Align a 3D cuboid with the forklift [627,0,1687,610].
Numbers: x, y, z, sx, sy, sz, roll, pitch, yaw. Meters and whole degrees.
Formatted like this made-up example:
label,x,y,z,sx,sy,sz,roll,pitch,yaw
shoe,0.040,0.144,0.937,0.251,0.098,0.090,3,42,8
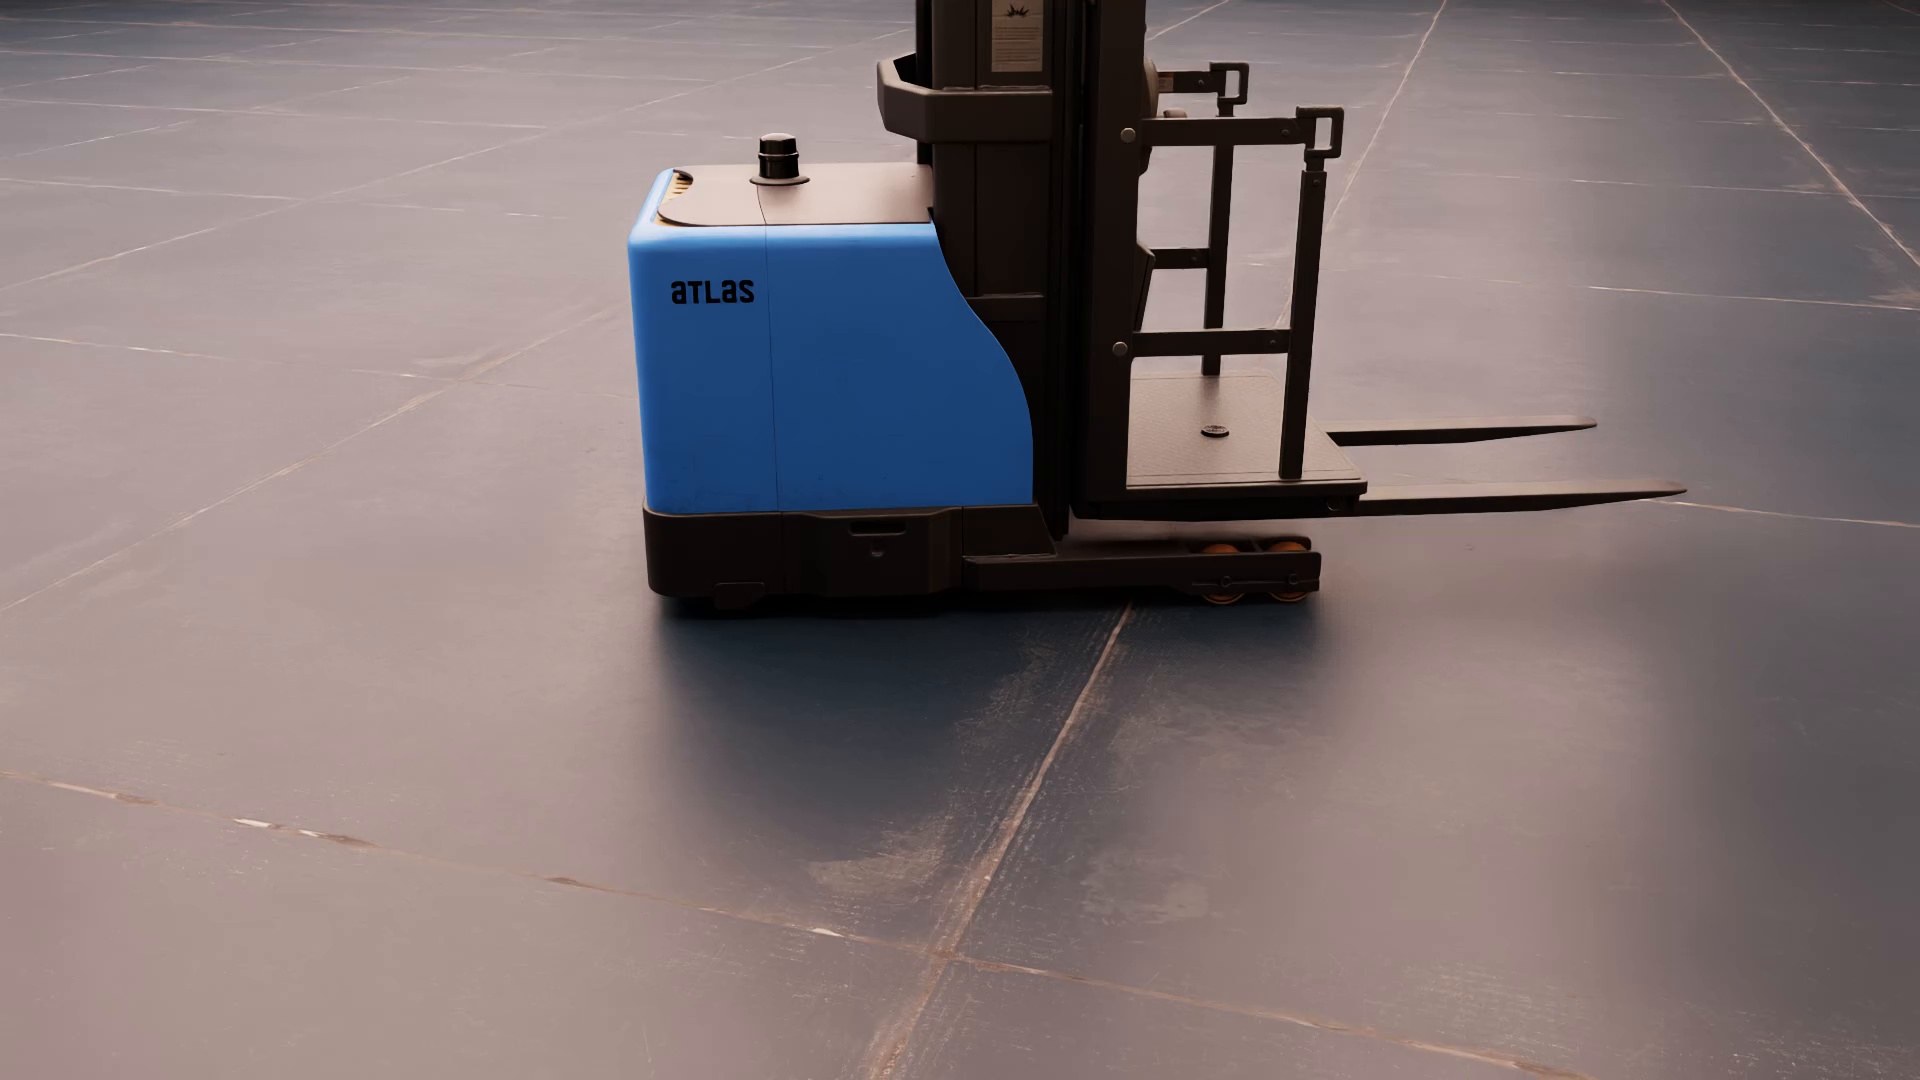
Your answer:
label,x,y,z,sx,sy,sz,roll,pitch,yaw
forklift,0.606,-1.374,4.608,3.031,2.935,1.130,-2,23,-4
